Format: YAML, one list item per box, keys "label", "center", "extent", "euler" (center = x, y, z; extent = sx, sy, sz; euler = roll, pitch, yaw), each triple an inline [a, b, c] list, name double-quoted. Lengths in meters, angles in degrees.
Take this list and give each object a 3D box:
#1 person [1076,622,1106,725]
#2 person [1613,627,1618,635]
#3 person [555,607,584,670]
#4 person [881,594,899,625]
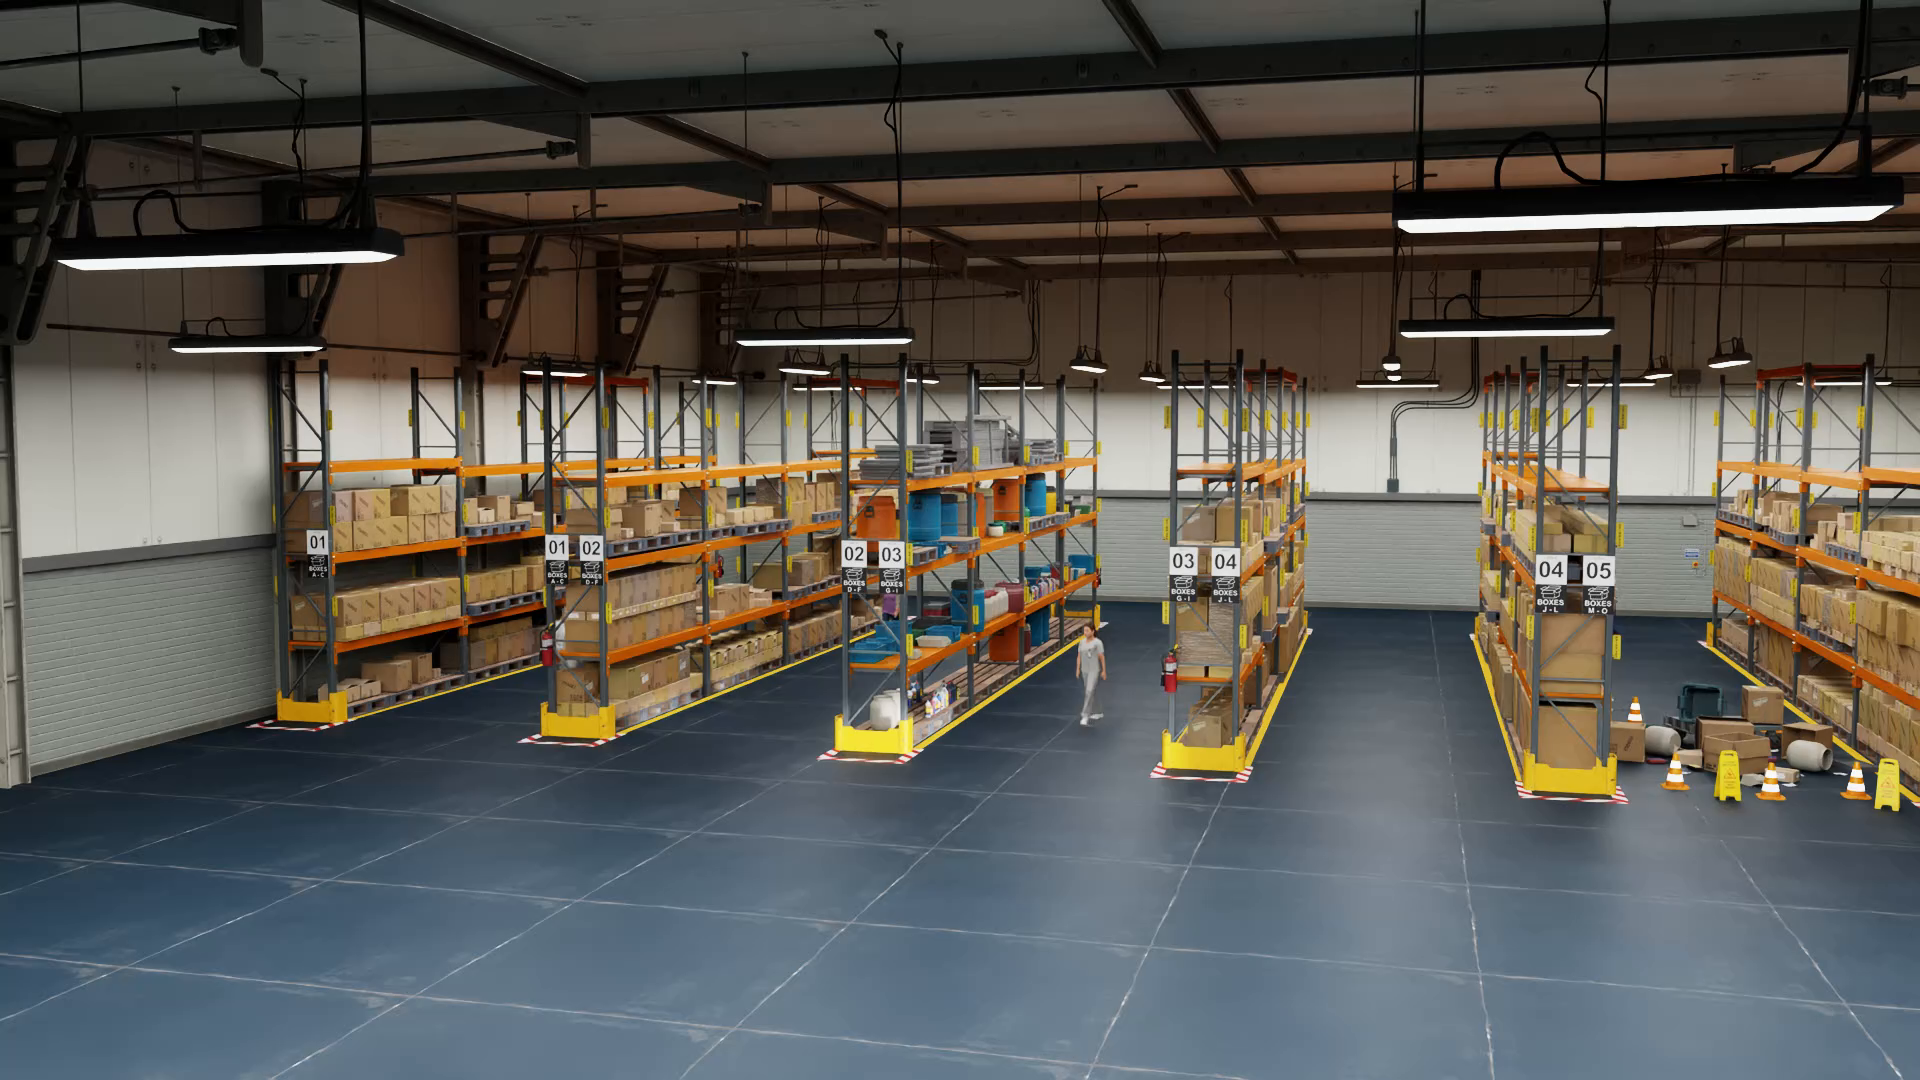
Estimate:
- label: "person"
  center: [2.125, 2.182, 27.505]
  extent: [0.505, 1.638, 0.871]
  euler: [4, 6, 44]
- label: "person"
  center: [14.591, 1.446, 38.267]
  extent: [1.042, 1.592, 0.451]
  euler: [3, 5, 32]
- label: "person"
  center: [-6.937, 2.028, 29.354]
  extent: [0.528, 1.699, 0.978]
  euler: [0, 4, 4]
- label: "person"
  center: [-1.542, 1.588, 36.435]
  extent: [0.439, 1.539, 0.972]
  euler: [1, 4, 14]
